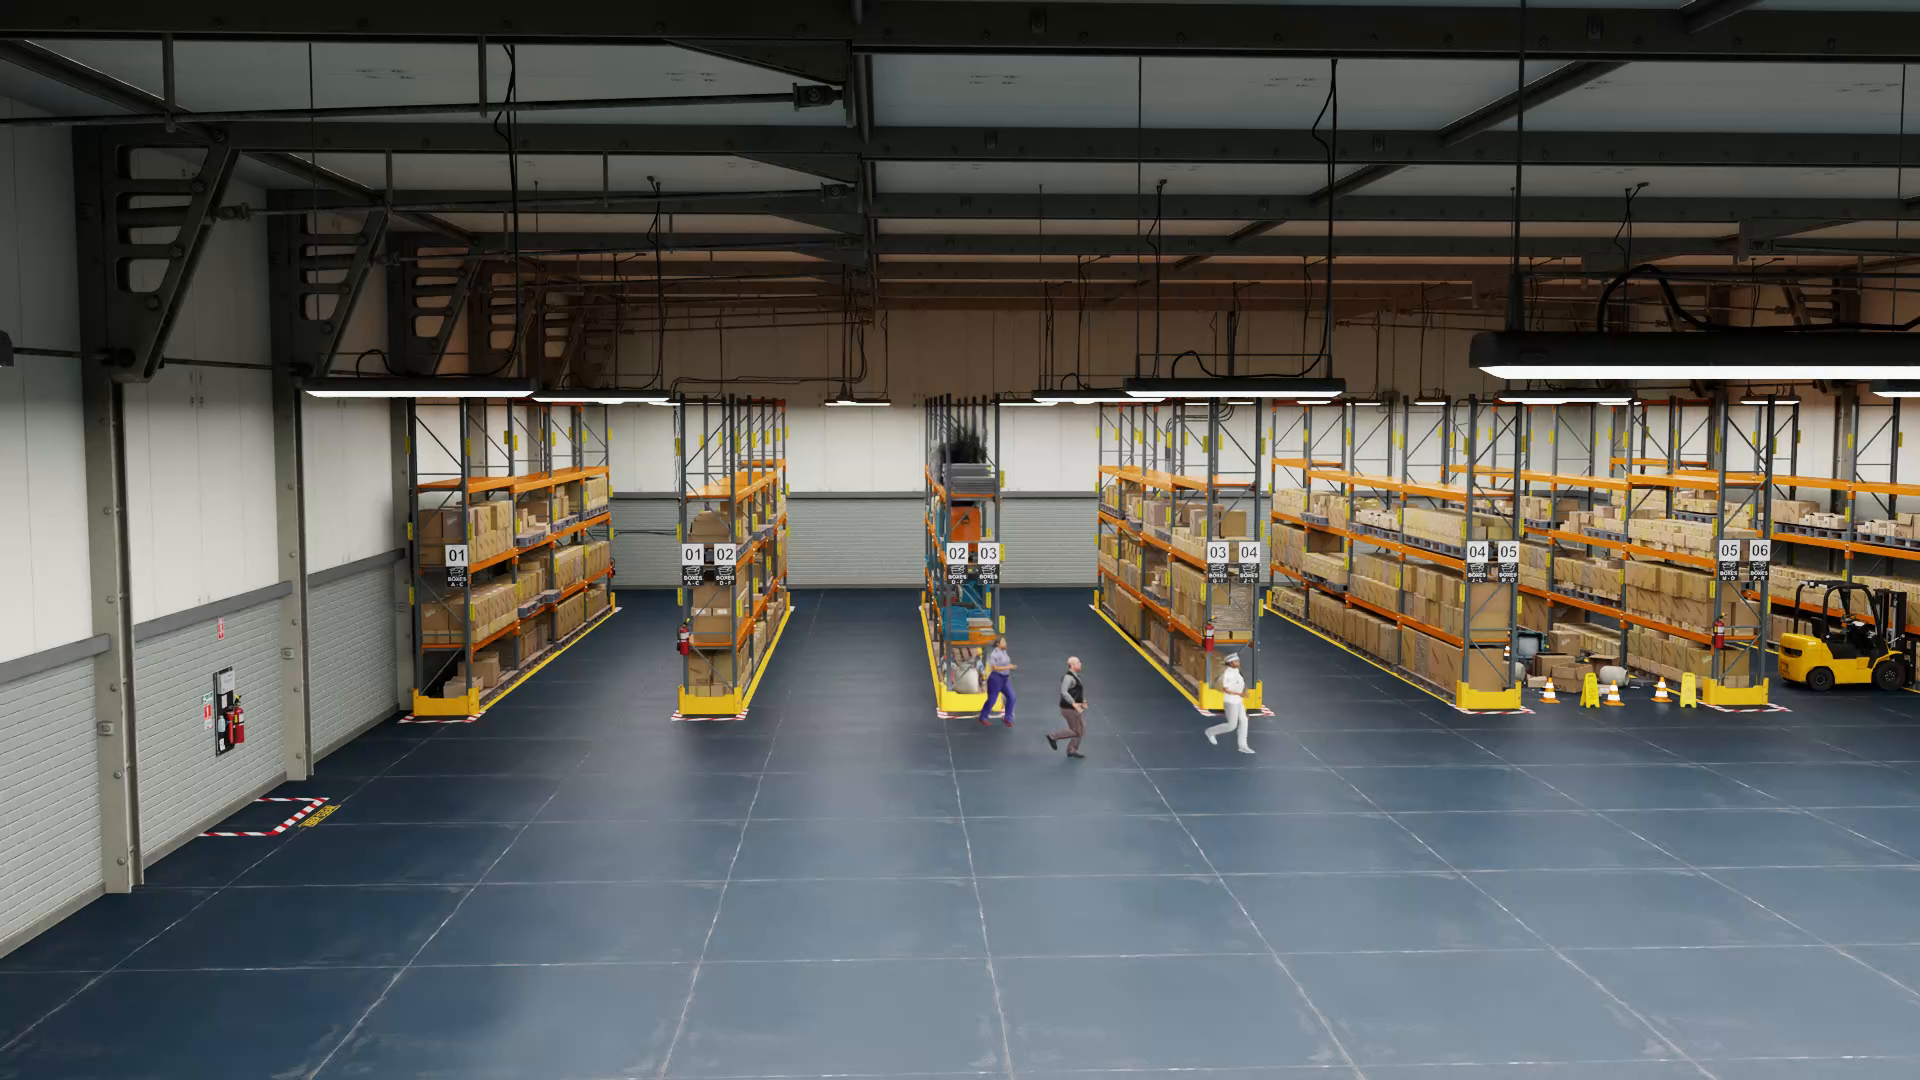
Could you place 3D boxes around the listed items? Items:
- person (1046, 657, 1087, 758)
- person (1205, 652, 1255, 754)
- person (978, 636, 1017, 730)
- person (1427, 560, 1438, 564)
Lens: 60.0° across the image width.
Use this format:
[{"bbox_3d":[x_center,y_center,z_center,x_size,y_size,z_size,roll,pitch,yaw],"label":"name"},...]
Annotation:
[{"bbox_3d":[1.756,2.742,27.255,0.637,1.675,0.647,1,5,17],"label":"person"},{"bbox_3d":[4.511,2.704,27.657,0.851,1.687,0.579,2,5,27],"label":"person"},{"bbox_3d":[0.700,2.570,29.712,0.736,1.699,0.609,3,5,31],"label":"person"},{"bbox_3d":[13.992,0.988,49.423,0.527,1.668,0.787,1,5,15],"label":"person"}]
